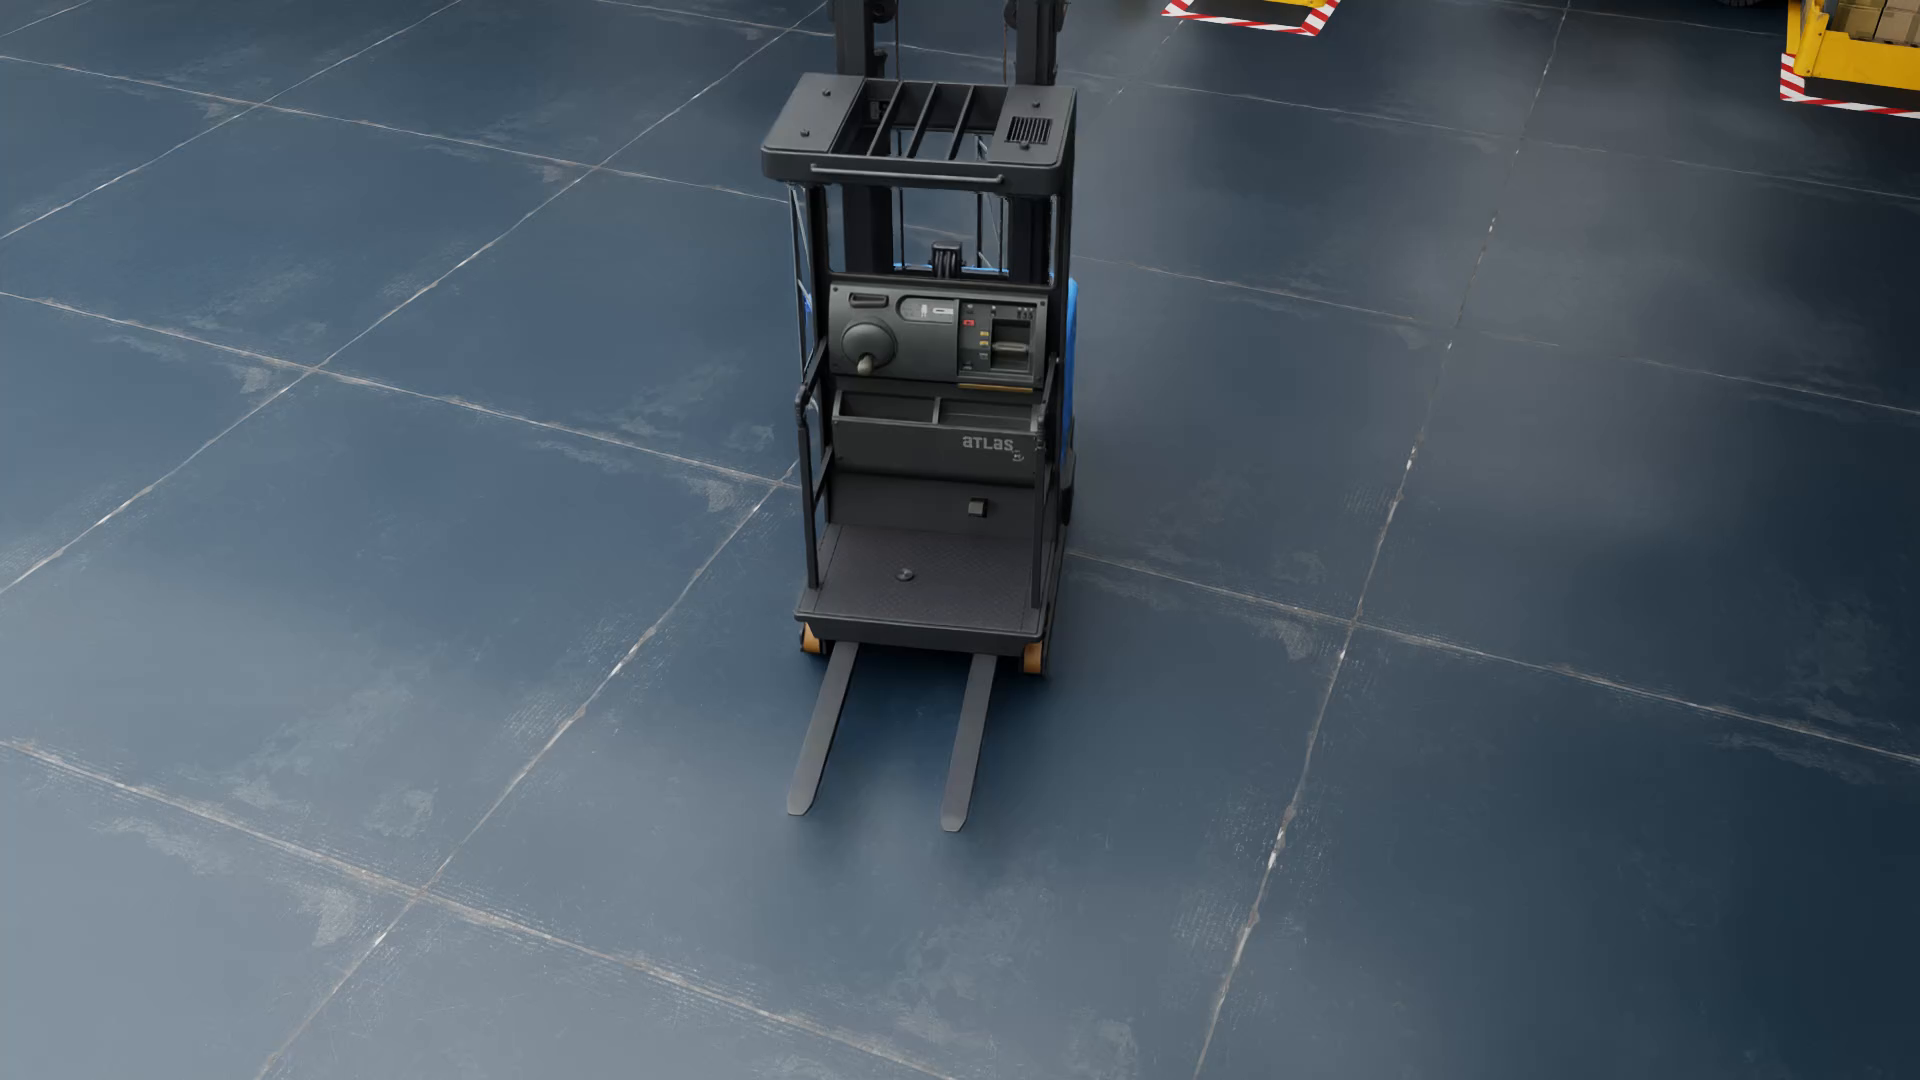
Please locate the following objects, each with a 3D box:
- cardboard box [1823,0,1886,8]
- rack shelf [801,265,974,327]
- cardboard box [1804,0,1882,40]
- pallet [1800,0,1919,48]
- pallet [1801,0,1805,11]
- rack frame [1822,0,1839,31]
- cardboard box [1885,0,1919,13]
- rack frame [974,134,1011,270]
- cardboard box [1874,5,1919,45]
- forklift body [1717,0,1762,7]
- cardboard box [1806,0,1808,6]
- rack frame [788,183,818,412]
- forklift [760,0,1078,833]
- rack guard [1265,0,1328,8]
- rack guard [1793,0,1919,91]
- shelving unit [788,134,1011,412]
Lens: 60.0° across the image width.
[{"bbox_3d":[7.121,-4.475,13.259,0.500,0.250,0.500,13,39,17],"label":"cardboard box"},{"bbox_3d":[-0.303,-1.201,8.904,1.000,0.185,0.538,-12,38,-15],"label":"rack shelf"},{"bbox_3d":[7.111,-4.266,13.397,0.500,0.250,0.500,14,39,18],"label":"cardboard box"},{"bbox_3d":[7.477,-4.183,13.670,1.003,0.211,1.213,14,39,18],"label":"pallet"},{"bbox_3d":[7.942,-4.856,14.570,1.003,0.211,1.213,14,39,18],"label":"pallet"},{"bbox_3d":[7.225,-4.867,12.256,1.000,3.000,0.127,14,39,18],"label":"rack frame"},{"bbox_3d":[7.595,-4.347,13.088,0.500,0.250,0.500,15,39,19],"label":"cardboard box"},{"bbox_3d":[0.177,-1.447,8.933,0.032,1.500,0.500,-12,38,-15],"label":"rack frame"},{"bbox_3d":[7.592,-4.161,13.257,0.500,0.250,0.500,14,39,18],"label":"cardboard box"},{"bbox_3d":[6.259,-5.992,14.470,2.313,2.155,1.214,14,39,18],"label":"forklift body"},{"bbox_3d":[7.309,-4.539,13.763,0.500,0.250,0.500,14,39,18],"label":"cardboard box"},{"bbox_3d":[-0.782,-1.244,8.661,0.032,1.500,0.500,-12,38,-15],"label":"rack frame"},{"bbox_3d":[-0.123,-0.800,6.873,1.130,2.935,3.031,5,37,6],"label":"forklift"},{"bbox_3d":[2.662,-5.036,14.570,1.175,0.500,0.348,14,39,18],"label":"rack guard"},{"bbox_3d":[7.215,-3.852,12.986,1.175,0.500,0.348,14,39,18],"label":"rack guard"},{"bbox_3d":[-0.303,-1.345,8.797,1.048,1.500,0.538,-12,38,-15],"label":"shelving unit"}]
